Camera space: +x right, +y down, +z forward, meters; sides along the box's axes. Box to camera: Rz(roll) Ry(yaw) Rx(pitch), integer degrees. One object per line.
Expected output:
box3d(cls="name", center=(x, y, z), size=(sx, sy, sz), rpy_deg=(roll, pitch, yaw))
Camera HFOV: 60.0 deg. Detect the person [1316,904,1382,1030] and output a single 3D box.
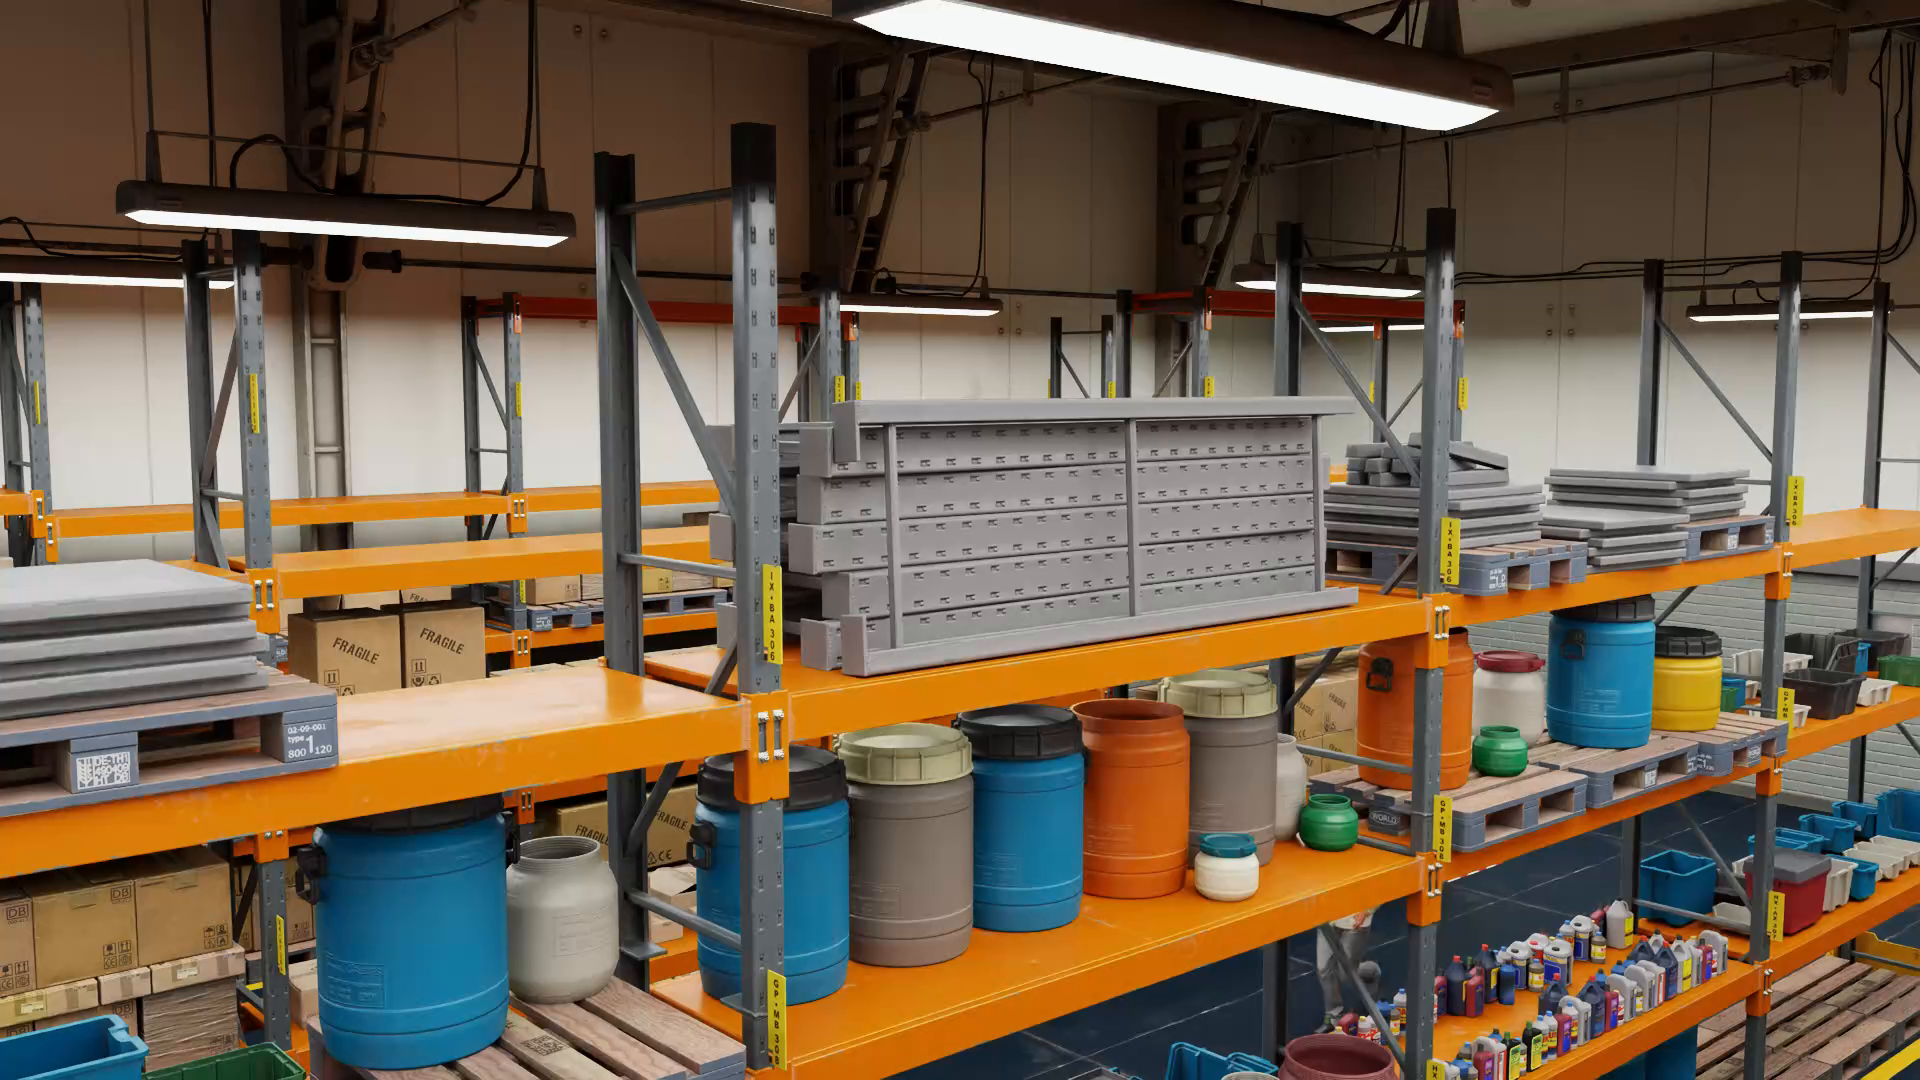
box3d(cls="person", center=(3.114, 3.049, 13.380), size=(0.661, 1.748, 0.722), rpy_deg=(5, 7, 42))
